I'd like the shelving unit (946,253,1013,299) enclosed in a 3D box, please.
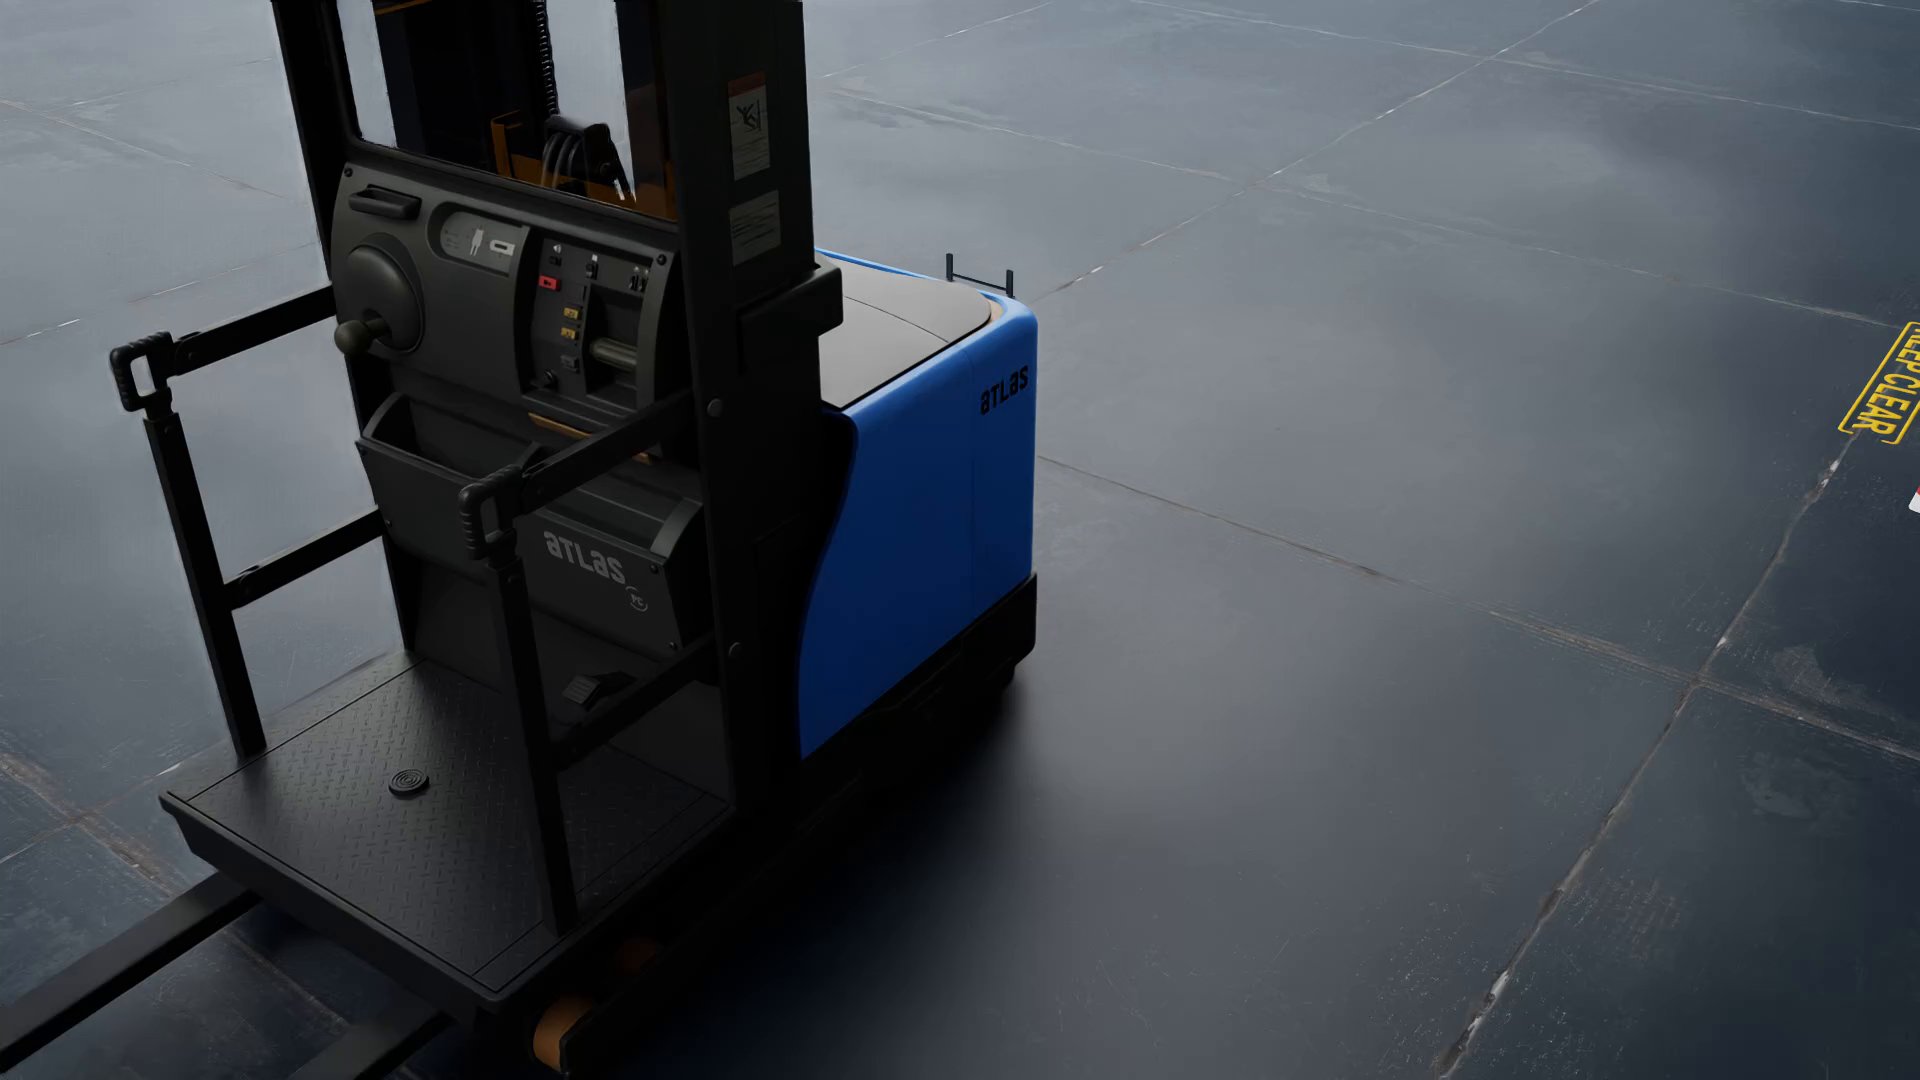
[{"bbox_3d":[-0.005,-0.384,5.015,0.258,0.900,0.210,21,37,31],"label":"shelving unit"}]

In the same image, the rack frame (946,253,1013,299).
[{"bbox_3d":[0.056,-0.425,5.085,0.240,0.900,0.006,21,37,31],"label":"rack frame"}]

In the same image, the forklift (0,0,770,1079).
[{"bbox_3d":[-1.046,-0.449,3.133,1.110,2.935,3.031,19,36,29],"label":"forklift"}]
